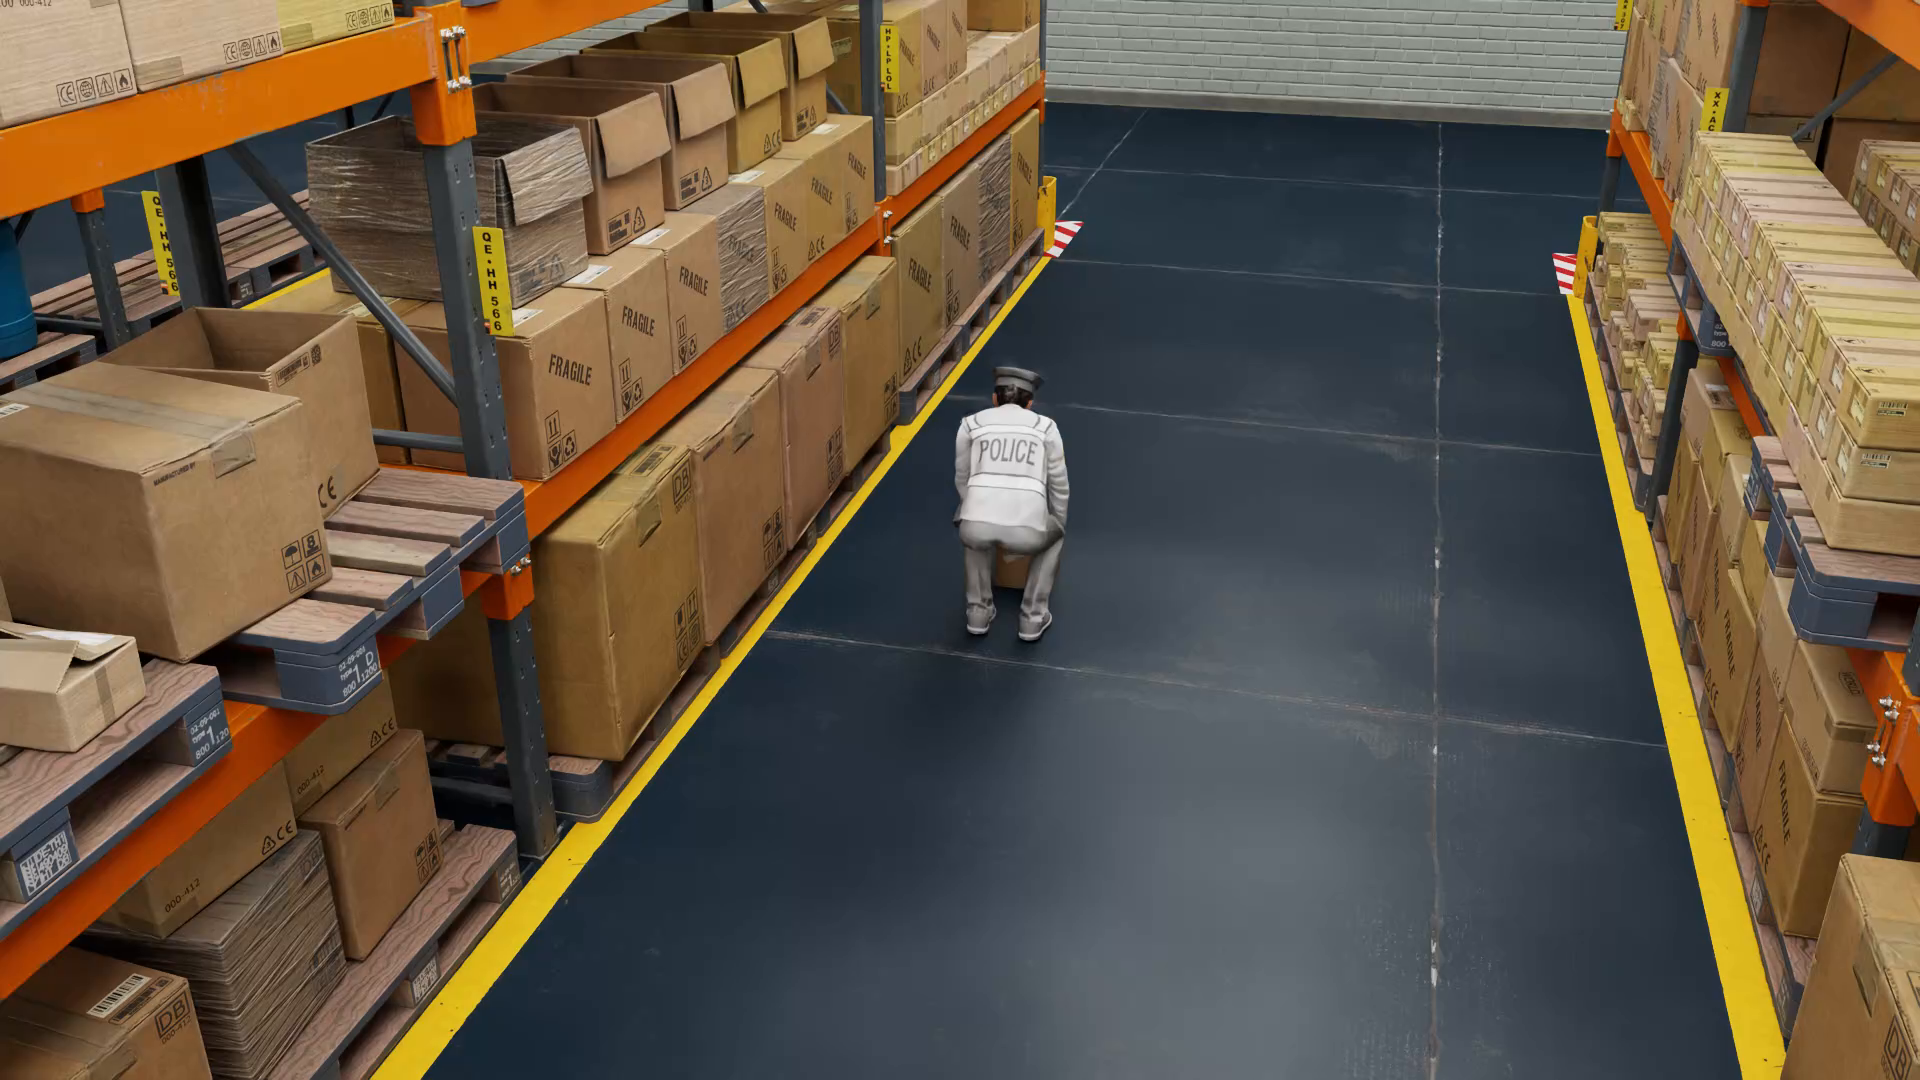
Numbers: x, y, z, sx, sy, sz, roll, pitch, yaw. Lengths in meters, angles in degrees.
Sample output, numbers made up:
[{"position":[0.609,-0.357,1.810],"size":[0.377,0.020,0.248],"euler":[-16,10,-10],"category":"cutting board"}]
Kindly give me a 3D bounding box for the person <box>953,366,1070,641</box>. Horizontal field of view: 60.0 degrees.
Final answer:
[{"position":[0.195,-0.159,7.134],"size":[0.505,1.075,0.826],"euler":[6,26,12],"category":"person"}]
